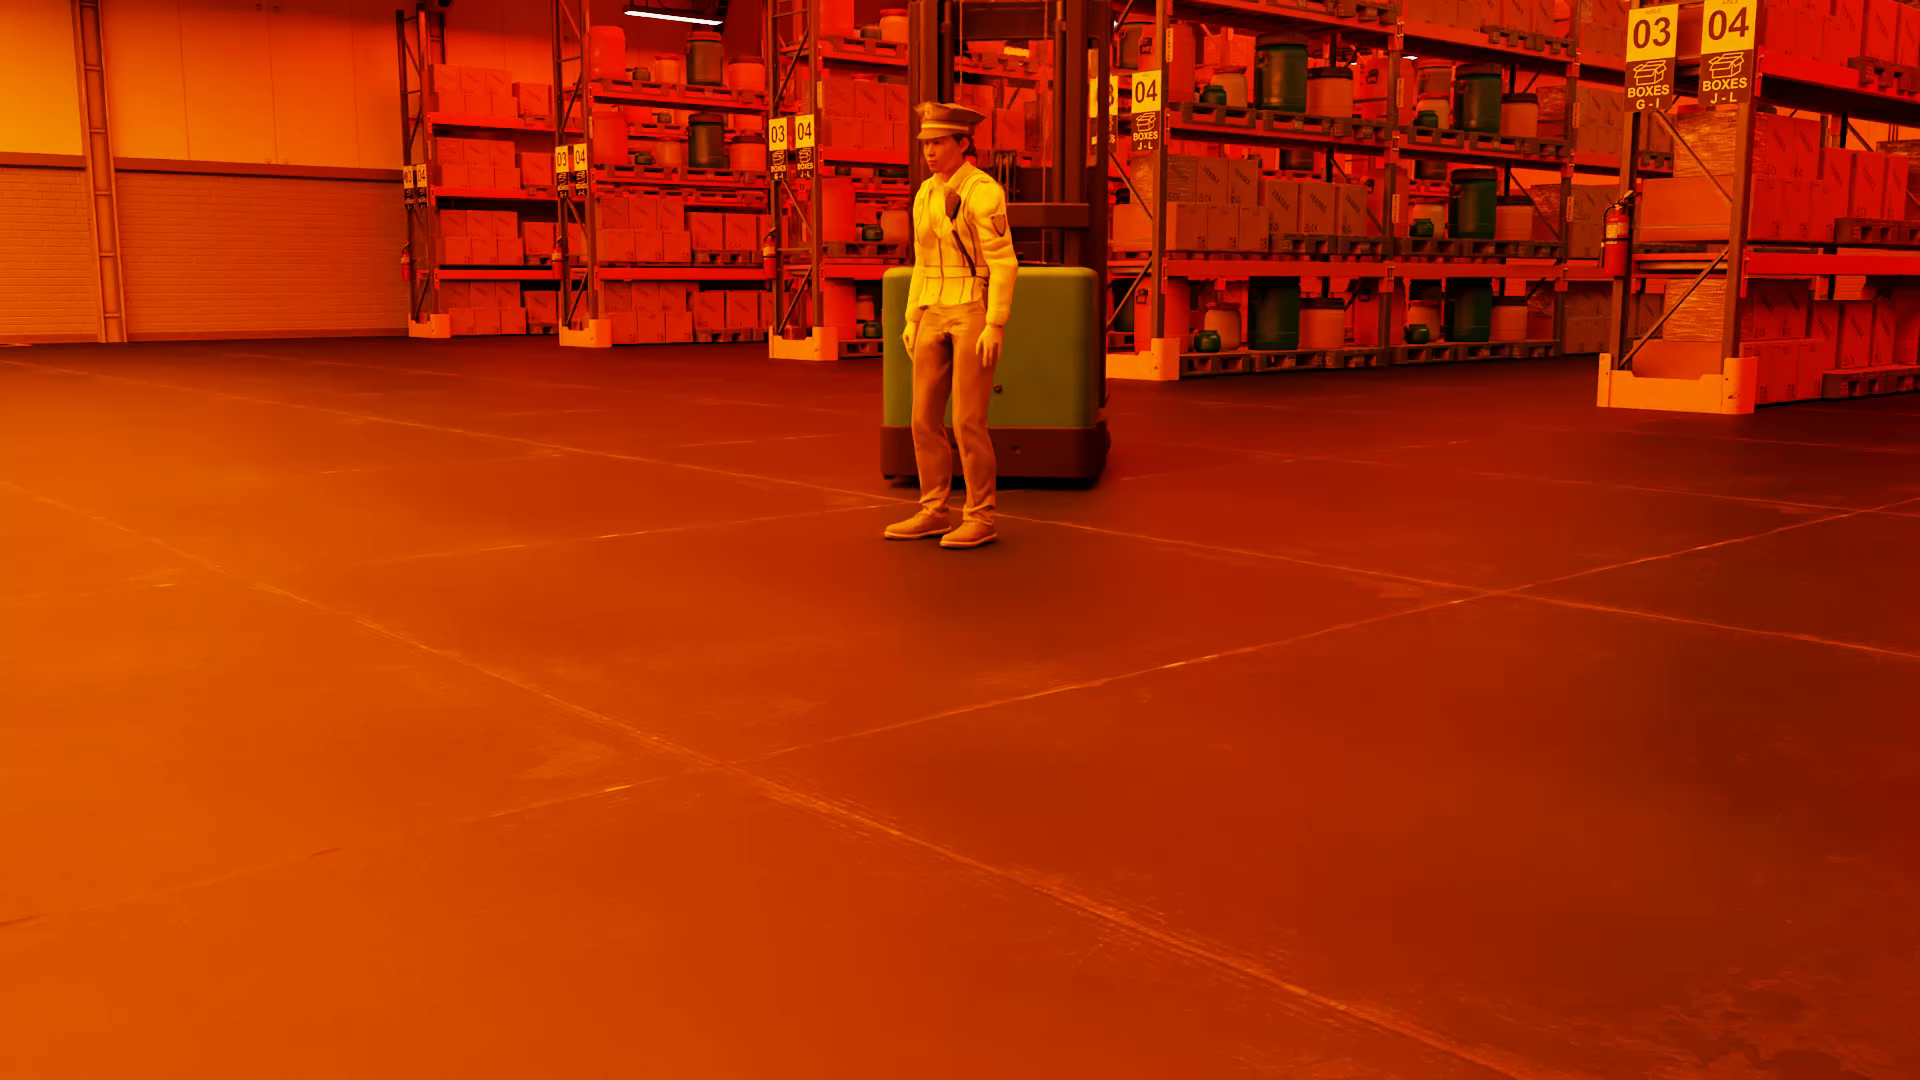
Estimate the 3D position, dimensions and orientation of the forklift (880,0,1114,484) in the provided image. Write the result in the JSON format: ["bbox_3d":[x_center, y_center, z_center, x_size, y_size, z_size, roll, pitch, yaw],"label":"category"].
[{"bbox_3d":[0.294,-1.913,9.319,1.130,2.935,3.031,1,9,6],"label":"forklift"}]

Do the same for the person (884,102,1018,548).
[{"bbox_3d":[-0.015,-0.816,6.386,0.372,1.663,0.529,-8,12,-42],"label":"person"}]
